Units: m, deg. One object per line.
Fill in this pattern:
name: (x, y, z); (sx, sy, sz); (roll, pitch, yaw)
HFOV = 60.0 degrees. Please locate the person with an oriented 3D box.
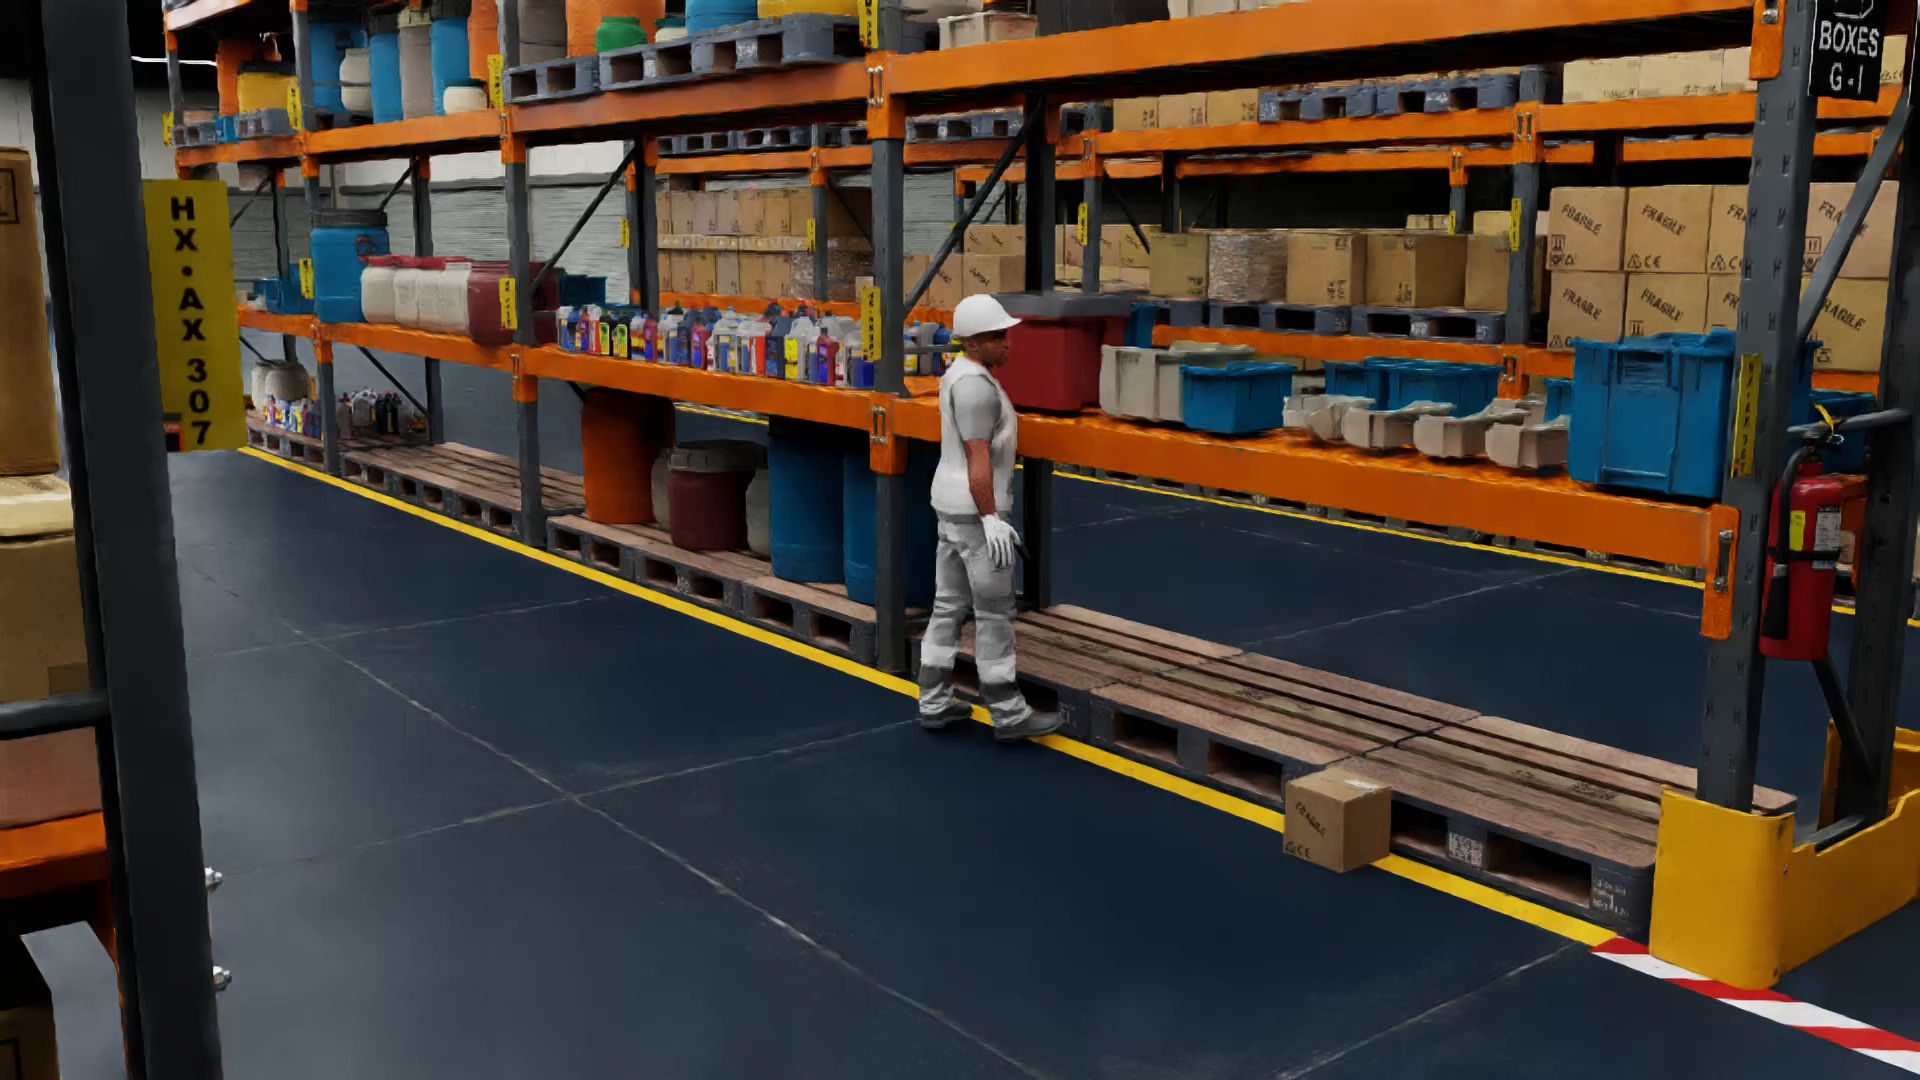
person: (0.132, -0.087, 6.682); (0.570, 1.786, 0.663); (-2, 11, -12)
